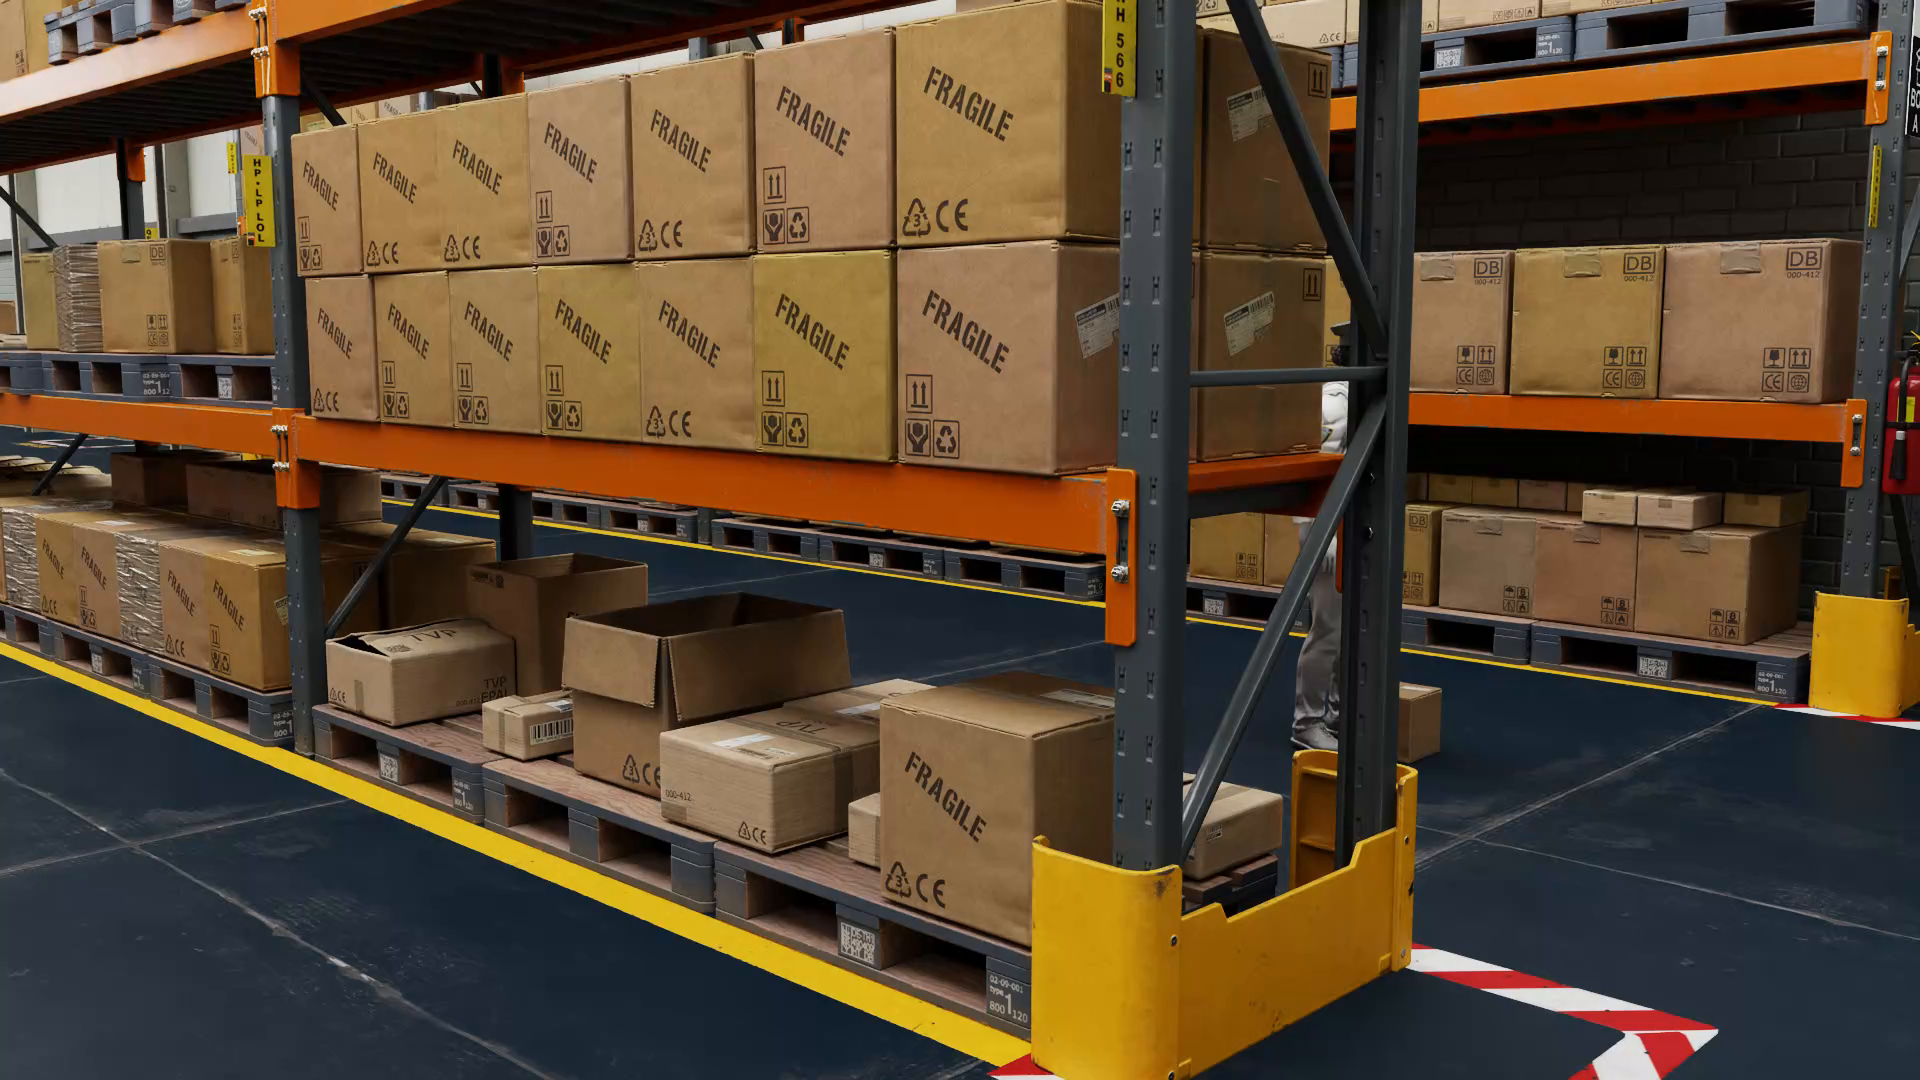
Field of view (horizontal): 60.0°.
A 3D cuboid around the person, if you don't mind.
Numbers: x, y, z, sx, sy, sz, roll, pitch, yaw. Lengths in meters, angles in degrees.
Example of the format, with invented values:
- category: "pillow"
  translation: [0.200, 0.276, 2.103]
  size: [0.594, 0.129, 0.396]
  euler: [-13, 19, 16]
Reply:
- category: "person"
  translation: [1.502, -0.028, 6.464]
  size: [0.370, 1.666, 0.544]
  euler: [6, 9, 41]
